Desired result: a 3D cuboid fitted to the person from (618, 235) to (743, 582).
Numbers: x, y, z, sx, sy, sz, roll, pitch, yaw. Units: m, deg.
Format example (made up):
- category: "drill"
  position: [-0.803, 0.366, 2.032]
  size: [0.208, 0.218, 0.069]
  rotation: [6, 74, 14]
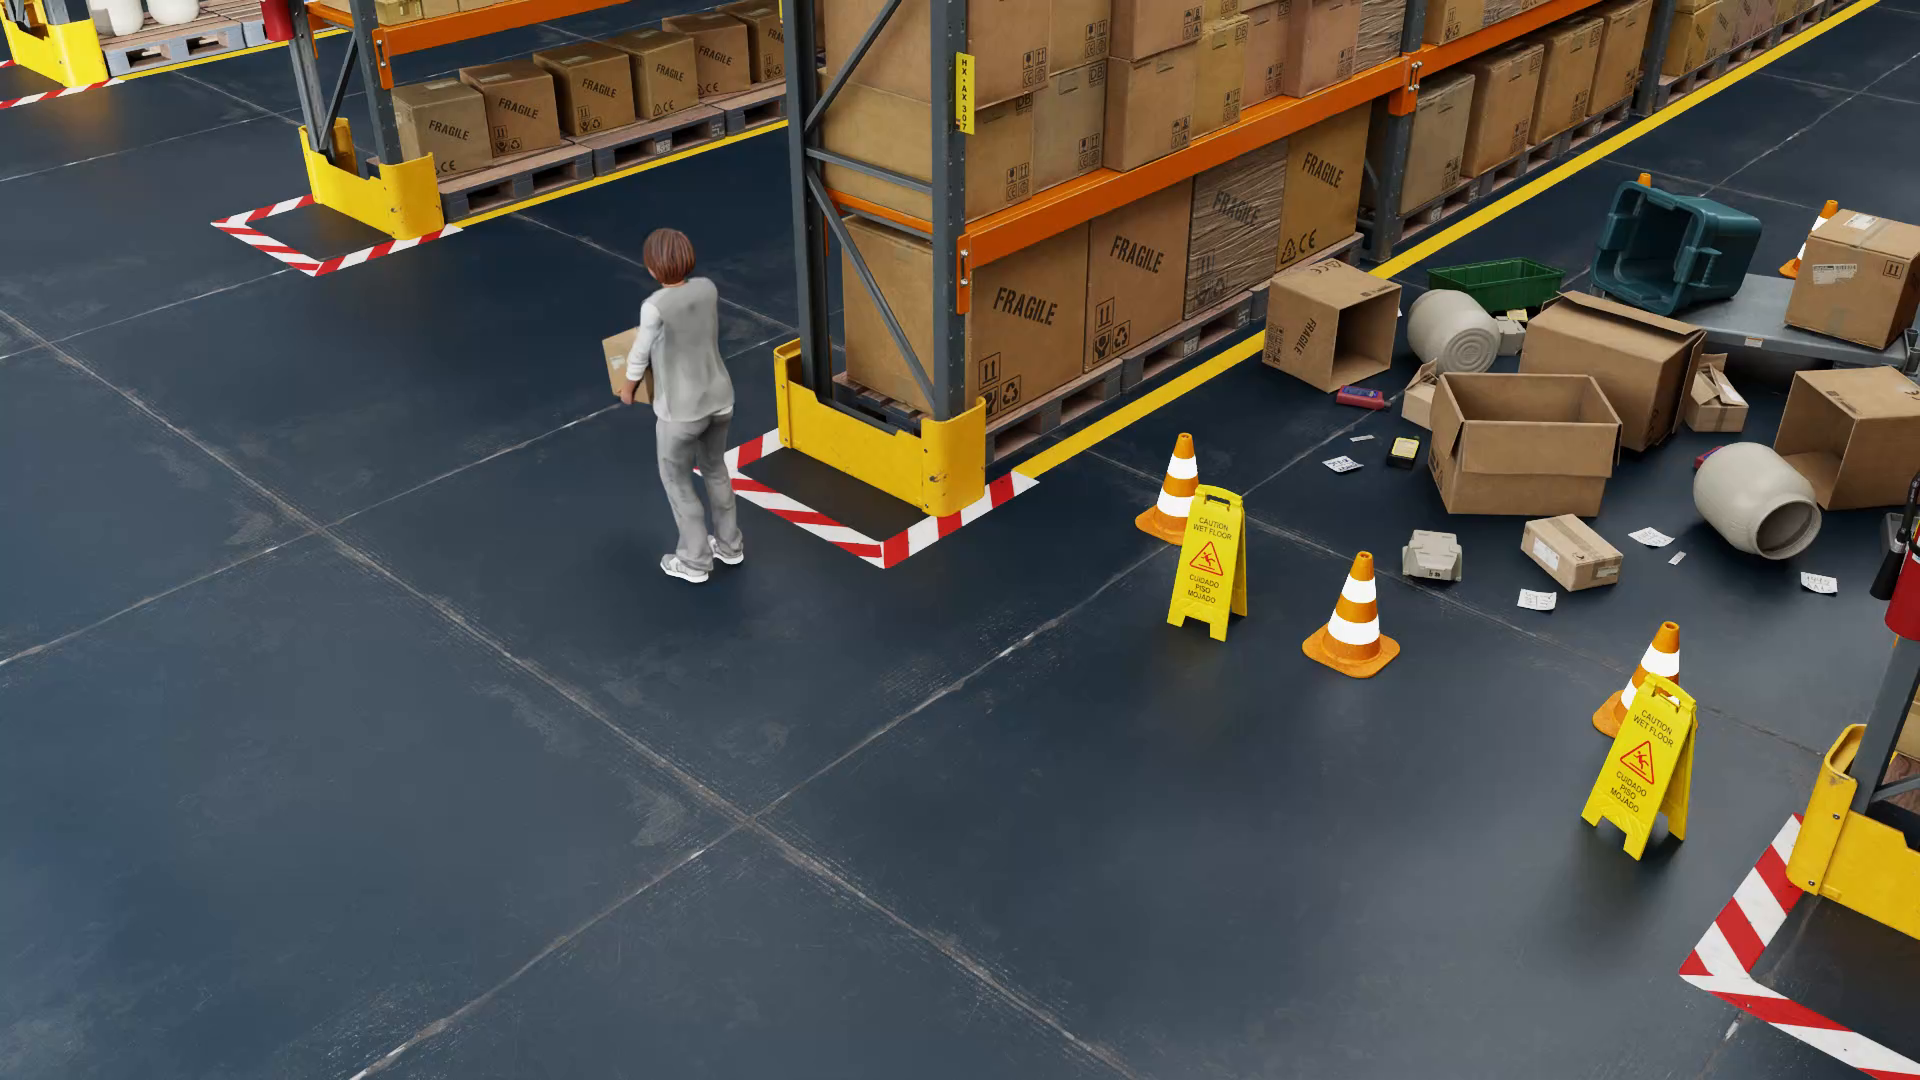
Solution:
- category: "person"
  position: [-1.196, -0.583, 7.093]
  size: [0.491, 1.591, 0.404]
  rotation: [26, 40, 36]
